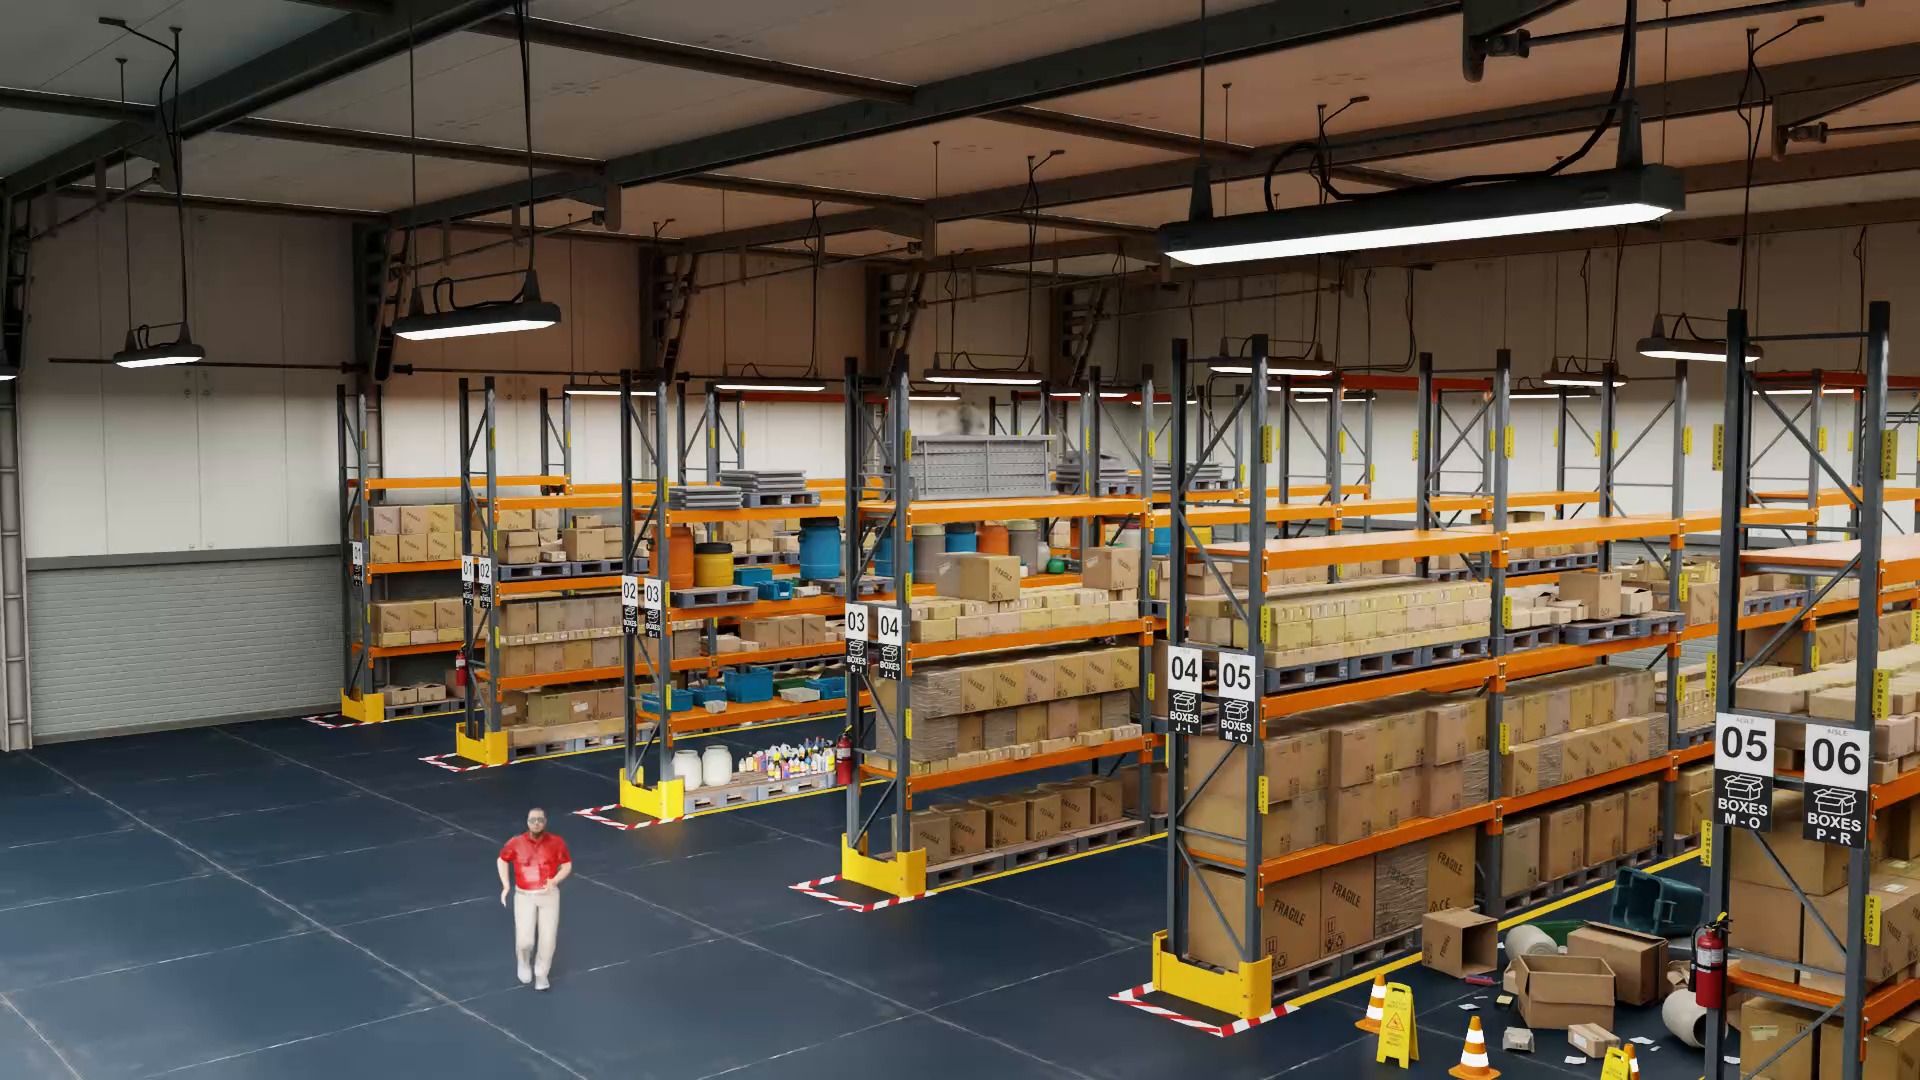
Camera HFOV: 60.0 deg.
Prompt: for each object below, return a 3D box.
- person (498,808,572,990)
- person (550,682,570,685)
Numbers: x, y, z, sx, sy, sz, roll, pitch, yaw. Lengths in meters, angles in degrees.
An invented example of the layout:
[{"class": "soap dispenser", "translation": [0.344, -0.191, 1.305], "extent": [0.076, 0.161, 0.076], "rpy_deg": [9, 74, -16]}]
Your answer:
[{"class": "person", "translation": [-3.892, 3.312, 15.273], "extent": [0.661, 1.683, 0.597], "rpy_deg": [-1, 4, -17]}, {"class": "person", "translation": [-6.879, 2.412, 28.812], "extent": [0.663, 1.772, 0.816], "rpy_deg": [3, 5, 41]}]
